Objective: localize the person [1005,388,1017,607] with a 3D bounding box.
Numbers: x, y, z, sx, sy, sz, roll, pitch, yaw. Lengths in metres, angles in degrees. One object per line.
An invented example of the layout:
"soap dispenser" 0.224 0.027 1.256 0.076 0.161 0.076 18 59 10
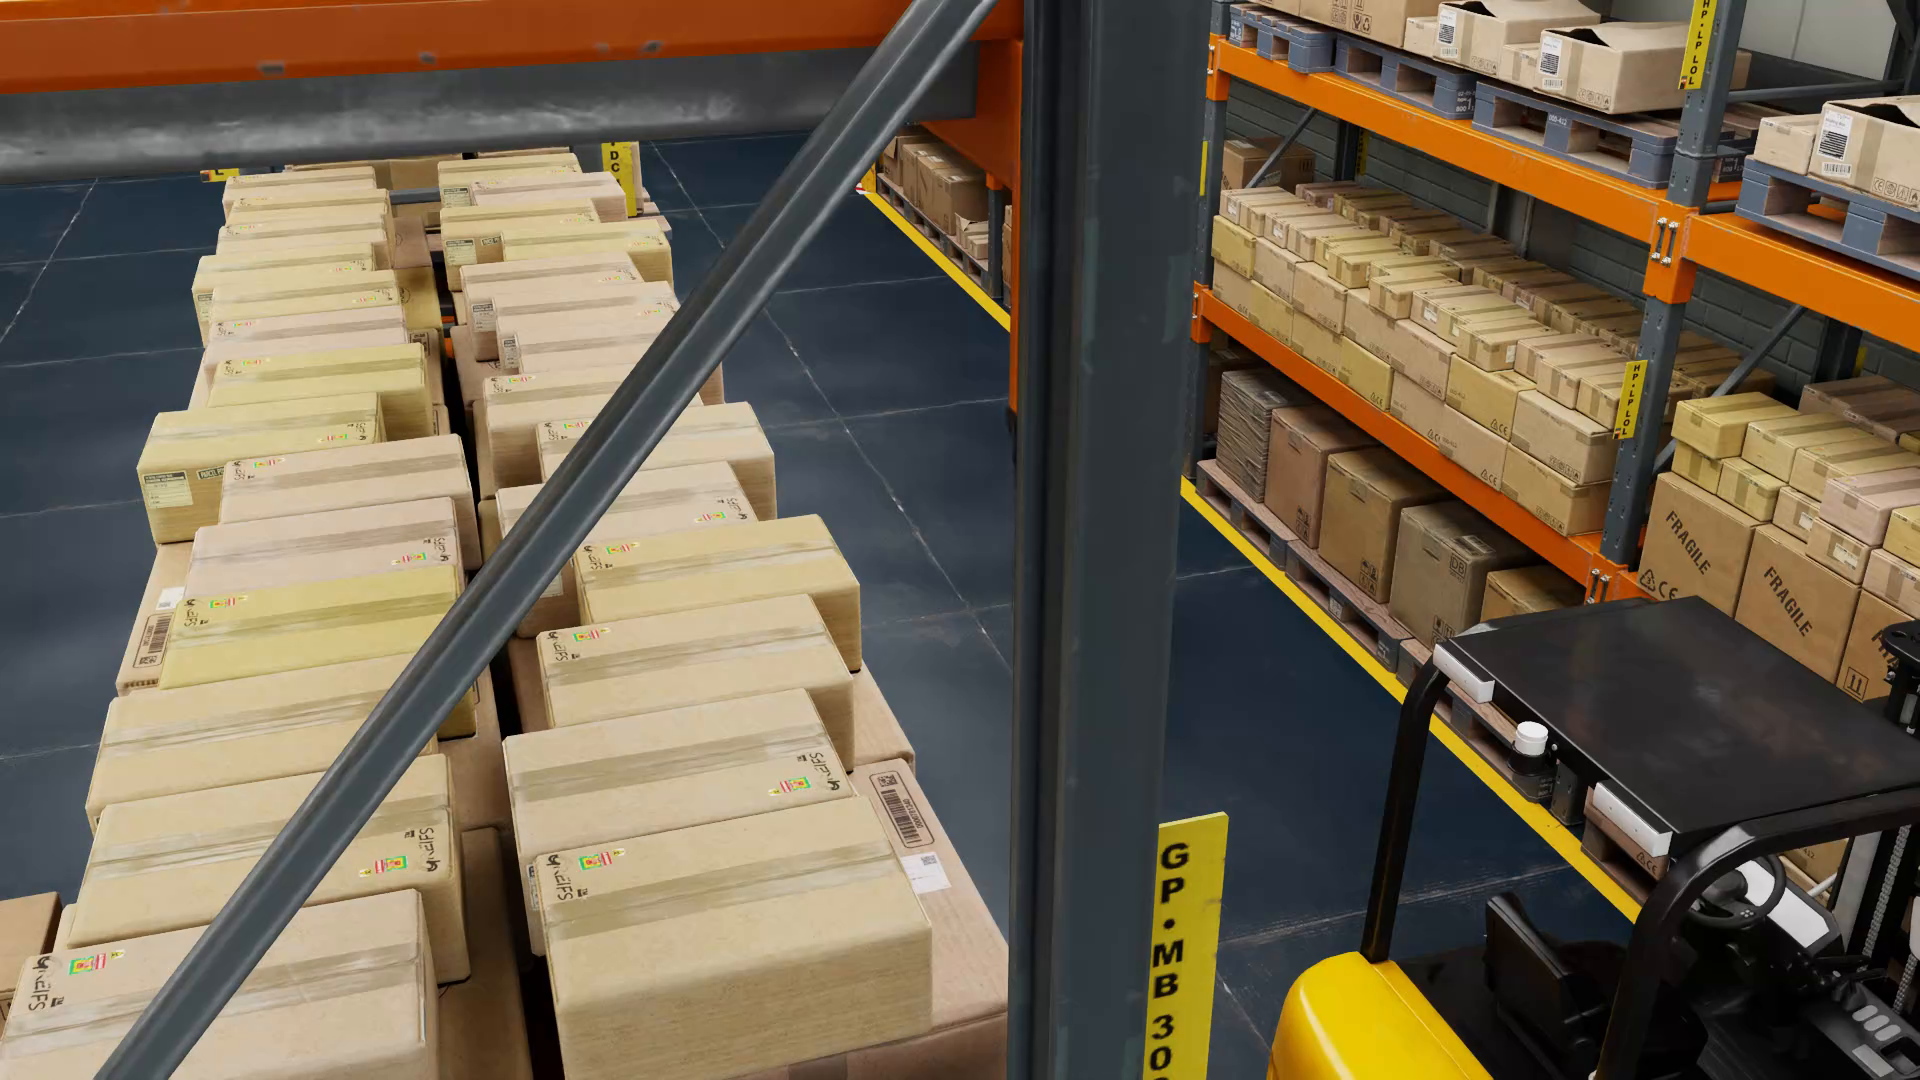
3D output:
"person" 0.515 -0.375 8.858 0.592 1.733 0.401 15 30 27
